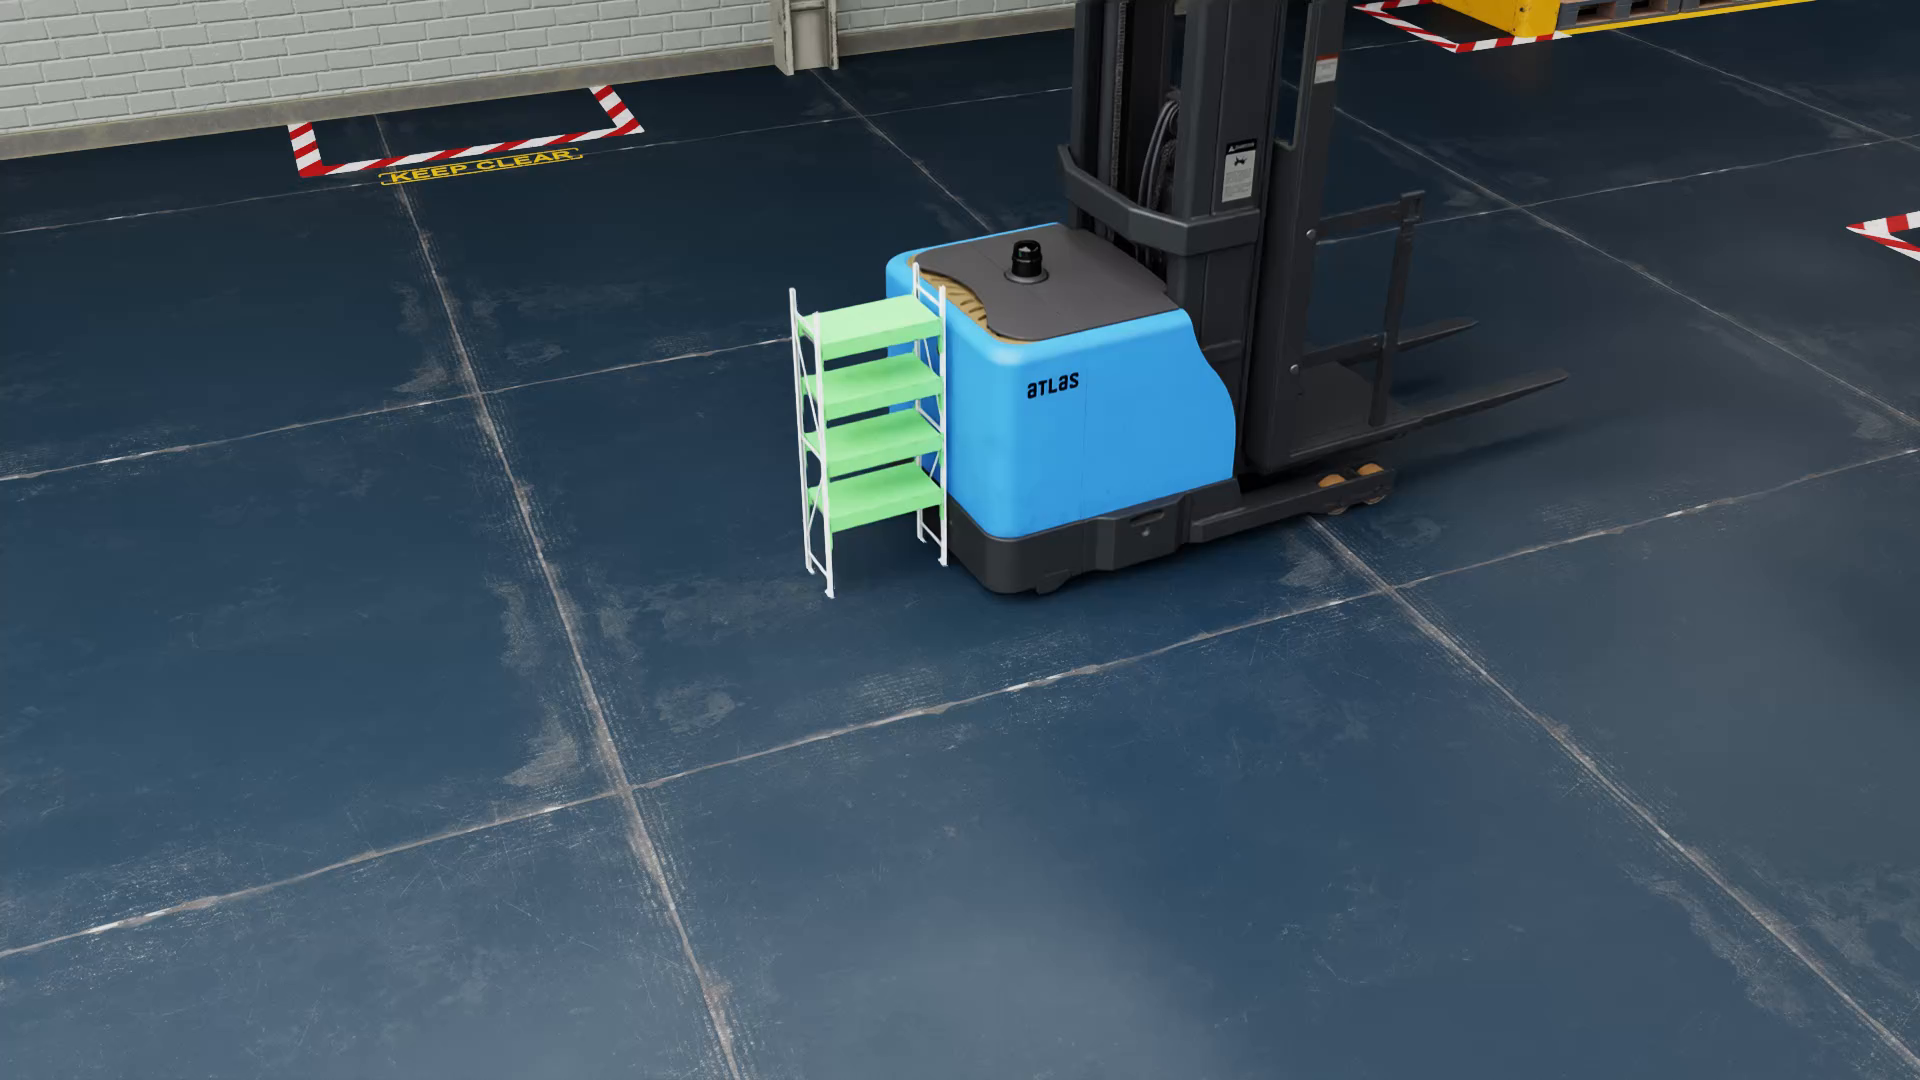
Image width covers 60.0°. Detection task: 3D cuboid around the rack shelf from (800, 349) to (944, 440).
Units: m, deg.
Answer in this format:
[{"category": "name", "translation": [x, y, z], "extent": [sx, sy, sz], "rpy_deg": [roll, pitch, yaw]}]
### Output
[{"category": "rack shelf", "translation": [-0.330, -0.544, 6.163], "extent": [0.480, 0.148, 0.258], "rpy_deg": [-15, 36, -22]}]

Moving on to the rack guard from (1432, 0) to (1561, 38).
[{"category": "rack guard", "translation": [4.182, -4.334, 12.953], "extent": [0.348, 0.500, 1.175], "rpy_deg": [-13, 35, -19]}]

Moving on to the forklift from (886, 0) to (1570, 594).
[{"category": "forklift", "translation": [1.246, -1.573, 6.480], "extent": [3.031, 2.935, 1.130], "rpy_deg": [-15, 36, -22]}]

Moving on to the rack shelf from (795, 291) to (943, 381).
[{"category": "rack shelf", "translation": [-0.330, -0.745, 6.032], "extent": [0.480, 0.148, 0.258], "rpy_deg": [-15, 36, -22]}]

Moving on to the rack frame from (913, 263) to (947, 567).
[{"category": "rack frame", "translation": [-0.113, -0.457, 6.352], "extent": [0.015, 1.200, 0.240], "rpy_deg": [-15, 36, -22]}]

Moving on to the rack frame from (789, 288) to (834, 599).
[{"category": "rack frame", "translation": [-0.548, -0.336, 6.167], "extent": [0.015, 1.200, 0.240], "rpy_deg": [-15, 36, -22]}]

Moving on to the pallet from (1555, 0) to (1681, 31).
[{"category": "pallet", "translation": [4.944, -4.367, 13.268], "extent": [1.213, 0.211, 1.003], "rpy_deg": [-13, 35, -19]}]

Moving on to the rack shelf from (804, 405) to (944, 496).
[{"category": "rack shelf", "translation": [-0.330, -0.343, 6.294], "extent": [0.480, 0.148, 0.258], "rpy_deg": [-15, 36, -22]}]

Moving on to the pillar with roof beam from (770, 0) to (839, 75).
[{"category": "pillar with roof beam", "translation": [0.556, -5.032, 6.232], "extent": [0.400, 9.000, 9.100], "rpy_deg": [-13, 35, -19]}]

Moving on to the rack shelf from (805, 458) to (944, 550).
[{"category": "rack shelf", "translation": [-0.330, -0.142, 6.425], "extent": [0.480, 0.148, 0.258], "rpy_deg": [-15, 36, -22]}]

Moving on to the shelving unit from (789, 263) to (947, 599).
[{"category": "shelving unit", "translation": [-0.330, -0.397, 6.259], "extent": [0.503, 1.200, 0.258], "rpy_deg": [-15, 36, -22]}]

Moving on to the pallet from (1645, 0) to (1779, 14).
[{"category": "pallet", "translation": [6.067, -4.622, 13.660], "extent": [1.213, 0.211, 1.003], "rpy_deg": [-13, 35, -19]}]
